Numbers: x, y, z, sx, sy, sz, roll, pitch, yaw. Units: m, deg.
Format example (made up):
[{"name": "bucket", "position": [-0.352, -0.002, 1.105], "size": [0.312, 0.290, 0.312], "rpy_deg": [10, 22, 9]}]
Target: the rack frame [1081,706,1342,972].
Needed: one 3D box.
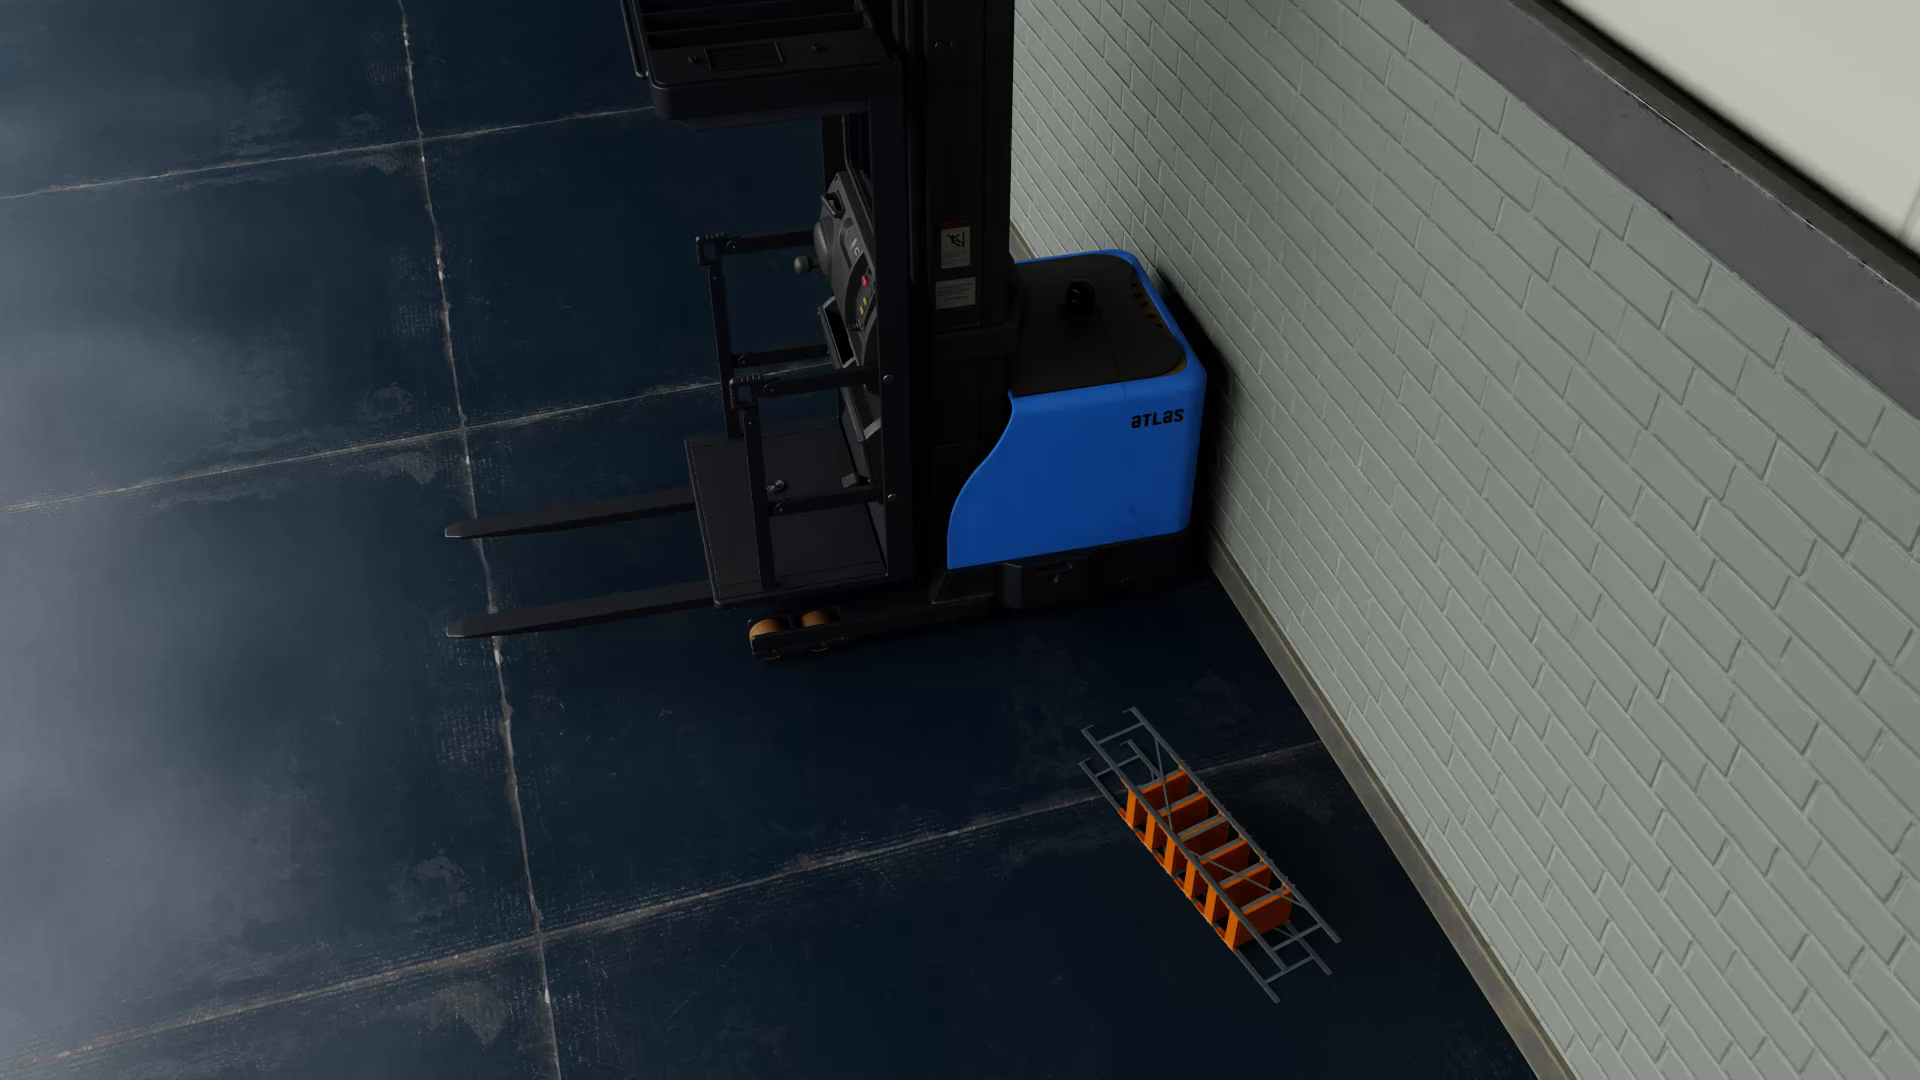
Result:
[{"name": "rack frame", "position": [0.850, 1.010, 5.806], "size": [0.240, 0.006, 1.200], "rpy_deg": [-21, 46, -22]}]

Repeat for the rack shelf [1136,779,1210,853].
[{"name": "rack shelf", "position": [0.768, 0.984, 5.973], "size": [0.258, 0.180, 0.103], "rpy_deg": [-21, 46, -22]}]

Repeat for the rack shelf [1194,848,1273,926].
[{"name": "rack shelf", "position": [0.947, 1.191, 5.739], "size": [0.258, 0.180, 0.103], "rpy_deg": [-21, 46, -22]}]

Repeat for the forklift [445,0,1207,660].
[{"name": "forklift", "position": [-0.608, -1.007, 6.175], "size": [3.031, 2.935, 1.130], "rpy_deg": [-9, 42, -10]}]

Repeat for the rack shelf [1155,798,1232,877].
[{"name": "rack shelf", "position": [0.828, 1.053, 5.895], "size": [0.258, 0.180, 0.103], "rpy_deg": [-21, 46, -22]}]

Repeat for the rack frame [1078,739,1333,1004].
[{"name": "rack frame", "position": [0.850, 1.147, 5.927], "size": [0.240, 0.006, 1.200], "rpy_deg": [-21, 46, -22]}]

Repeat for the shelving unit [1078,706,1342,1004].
[{"name": "shelving unit", "position": [0.850, 1.079, 5.866], "size": [0.258, 0.189, 1.200], "rpy_deg": [-21, 46, -22]}]

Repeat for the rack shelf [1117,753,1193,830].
[{"name": "rack shelf", "position": [0.708, 0.915, 6.051], "size": [0.258, 0.180, 0.103], "rpy_deg": [-21, 46, -22]}]

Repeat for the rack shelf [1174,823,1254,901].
[{"name": "rack shelf", "position": [0.888, 1.122, 5.817], "size": [0.258, 0.180, 0.103], "rpy_deg": [-21, 46, -22]}]

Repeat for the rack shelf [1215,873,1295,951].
[{"name": "rack shelf", "position": [1.007, 1.260, 5.662], "size": [0.258, 0.180, 0.103], "rpy_deg": [-21, 46, -22]}]
